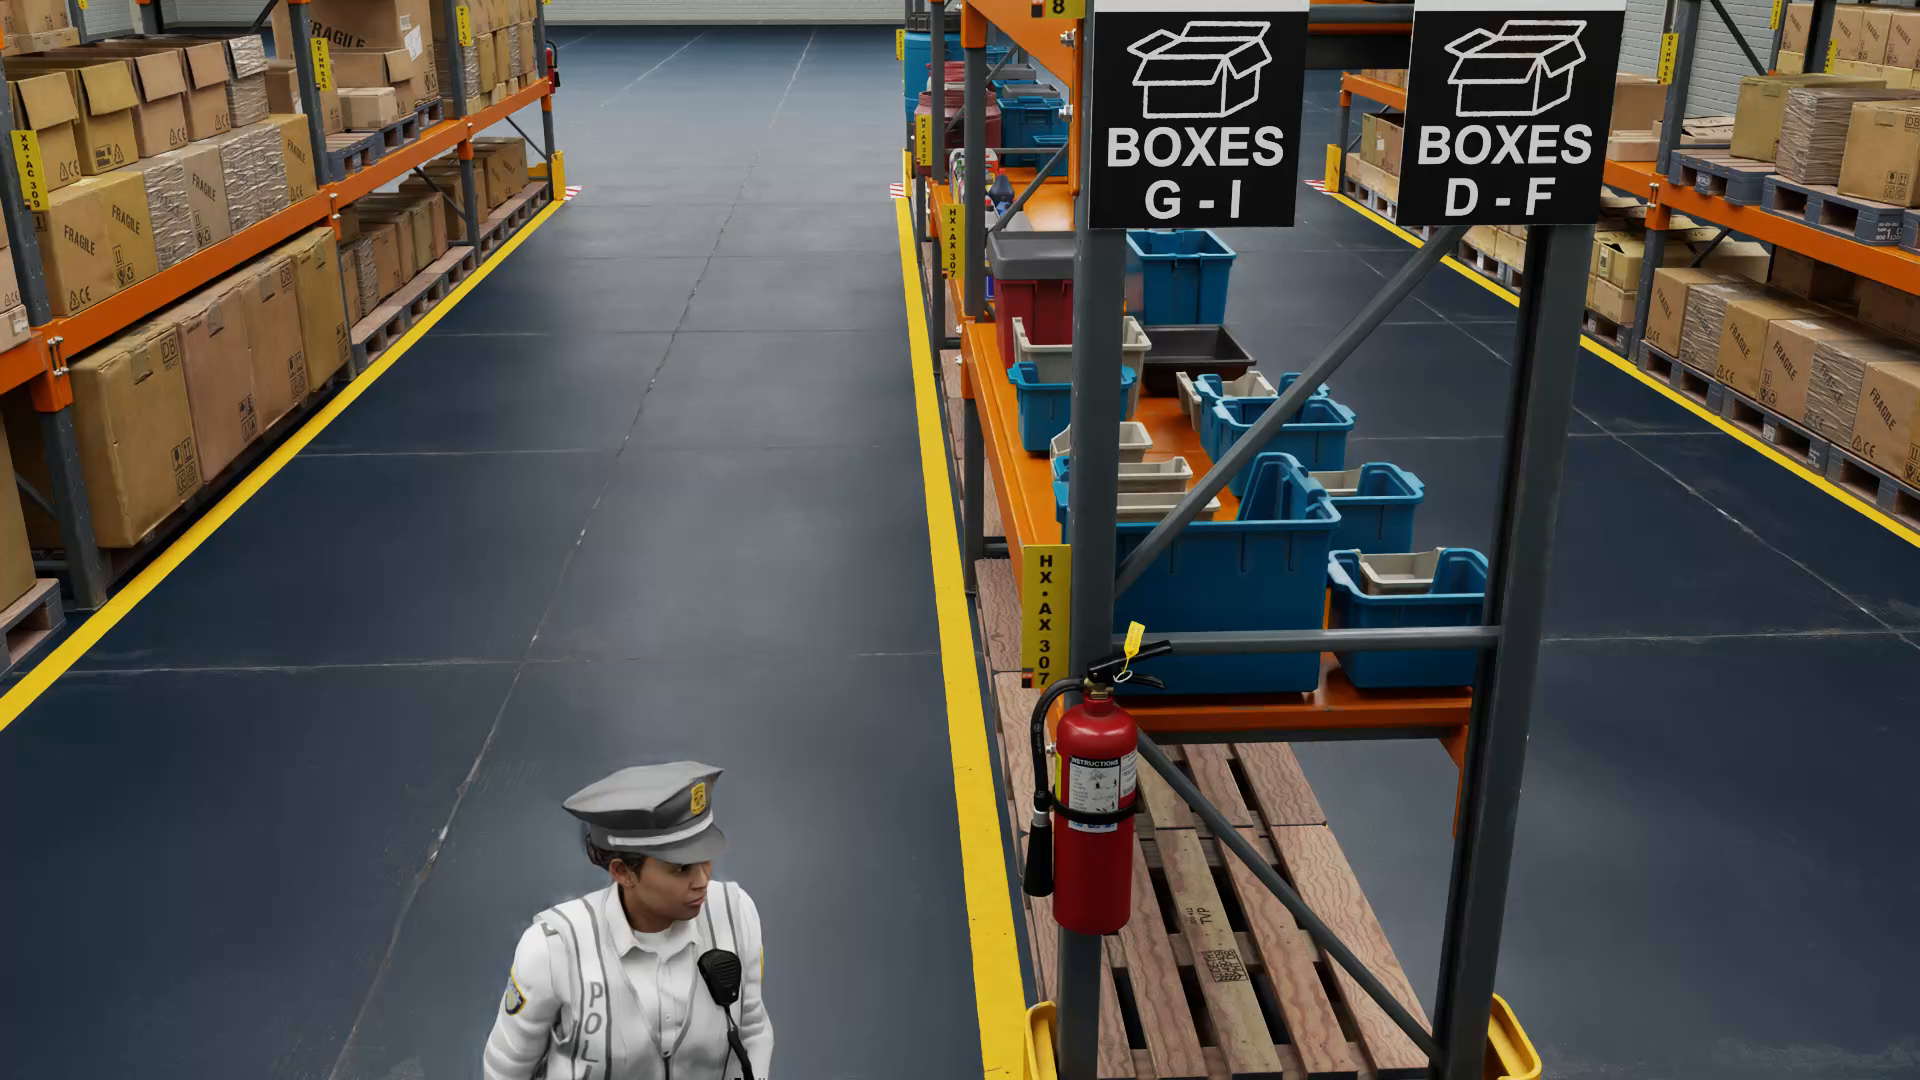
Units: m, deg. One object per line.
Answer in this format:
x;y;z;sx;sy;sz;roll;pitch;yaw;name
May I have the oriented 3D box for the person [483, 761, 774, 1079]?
-0.555;1.136;3.032;0.502;1.618;0.904;-14;25;-32;person
